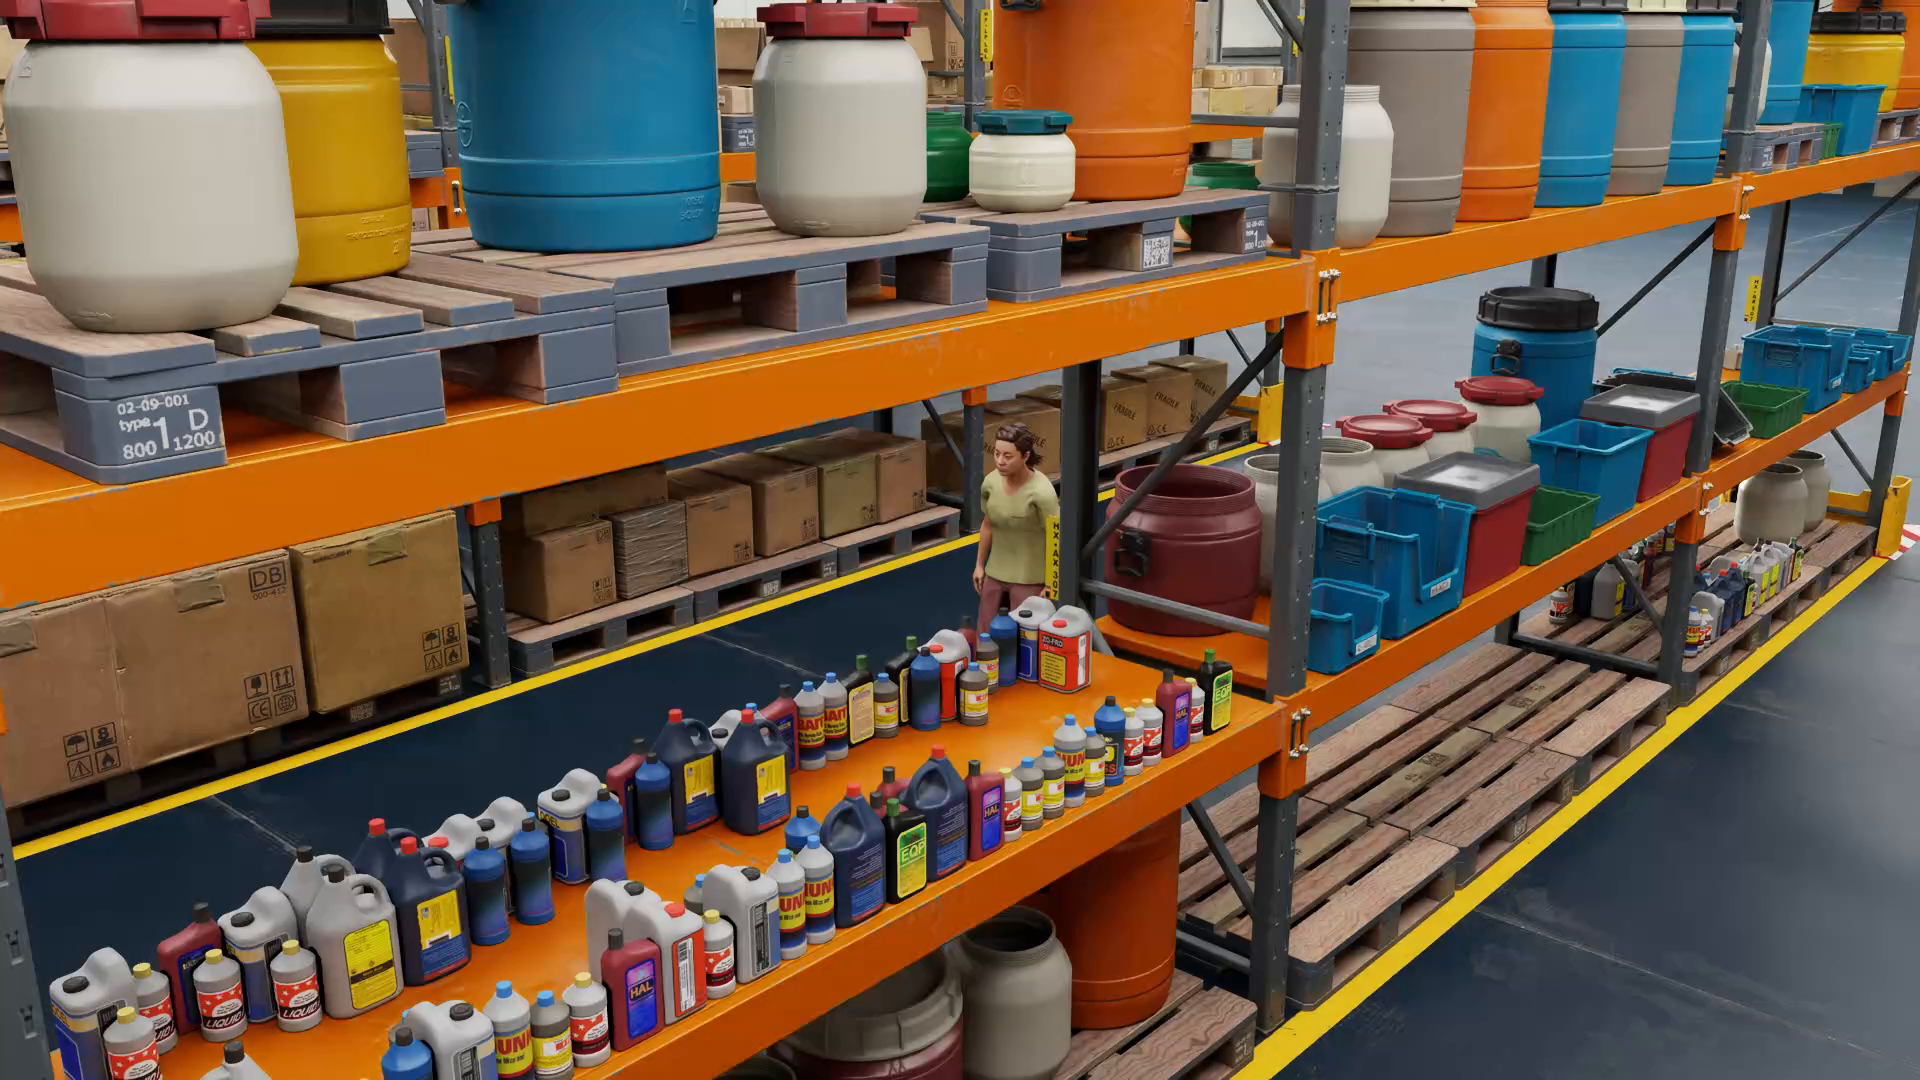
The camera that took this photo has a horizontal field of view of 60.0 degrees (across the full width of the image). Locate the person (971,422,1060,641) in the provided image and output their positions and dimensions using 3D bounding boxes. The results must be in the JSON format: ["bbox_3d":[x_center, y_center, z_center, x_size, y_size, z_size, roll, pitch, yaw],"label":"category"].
[{"bbox_3d":[0.266,0.213,8.349,0.510,1.673,0.352,14,22,38],"label":"person"}]
